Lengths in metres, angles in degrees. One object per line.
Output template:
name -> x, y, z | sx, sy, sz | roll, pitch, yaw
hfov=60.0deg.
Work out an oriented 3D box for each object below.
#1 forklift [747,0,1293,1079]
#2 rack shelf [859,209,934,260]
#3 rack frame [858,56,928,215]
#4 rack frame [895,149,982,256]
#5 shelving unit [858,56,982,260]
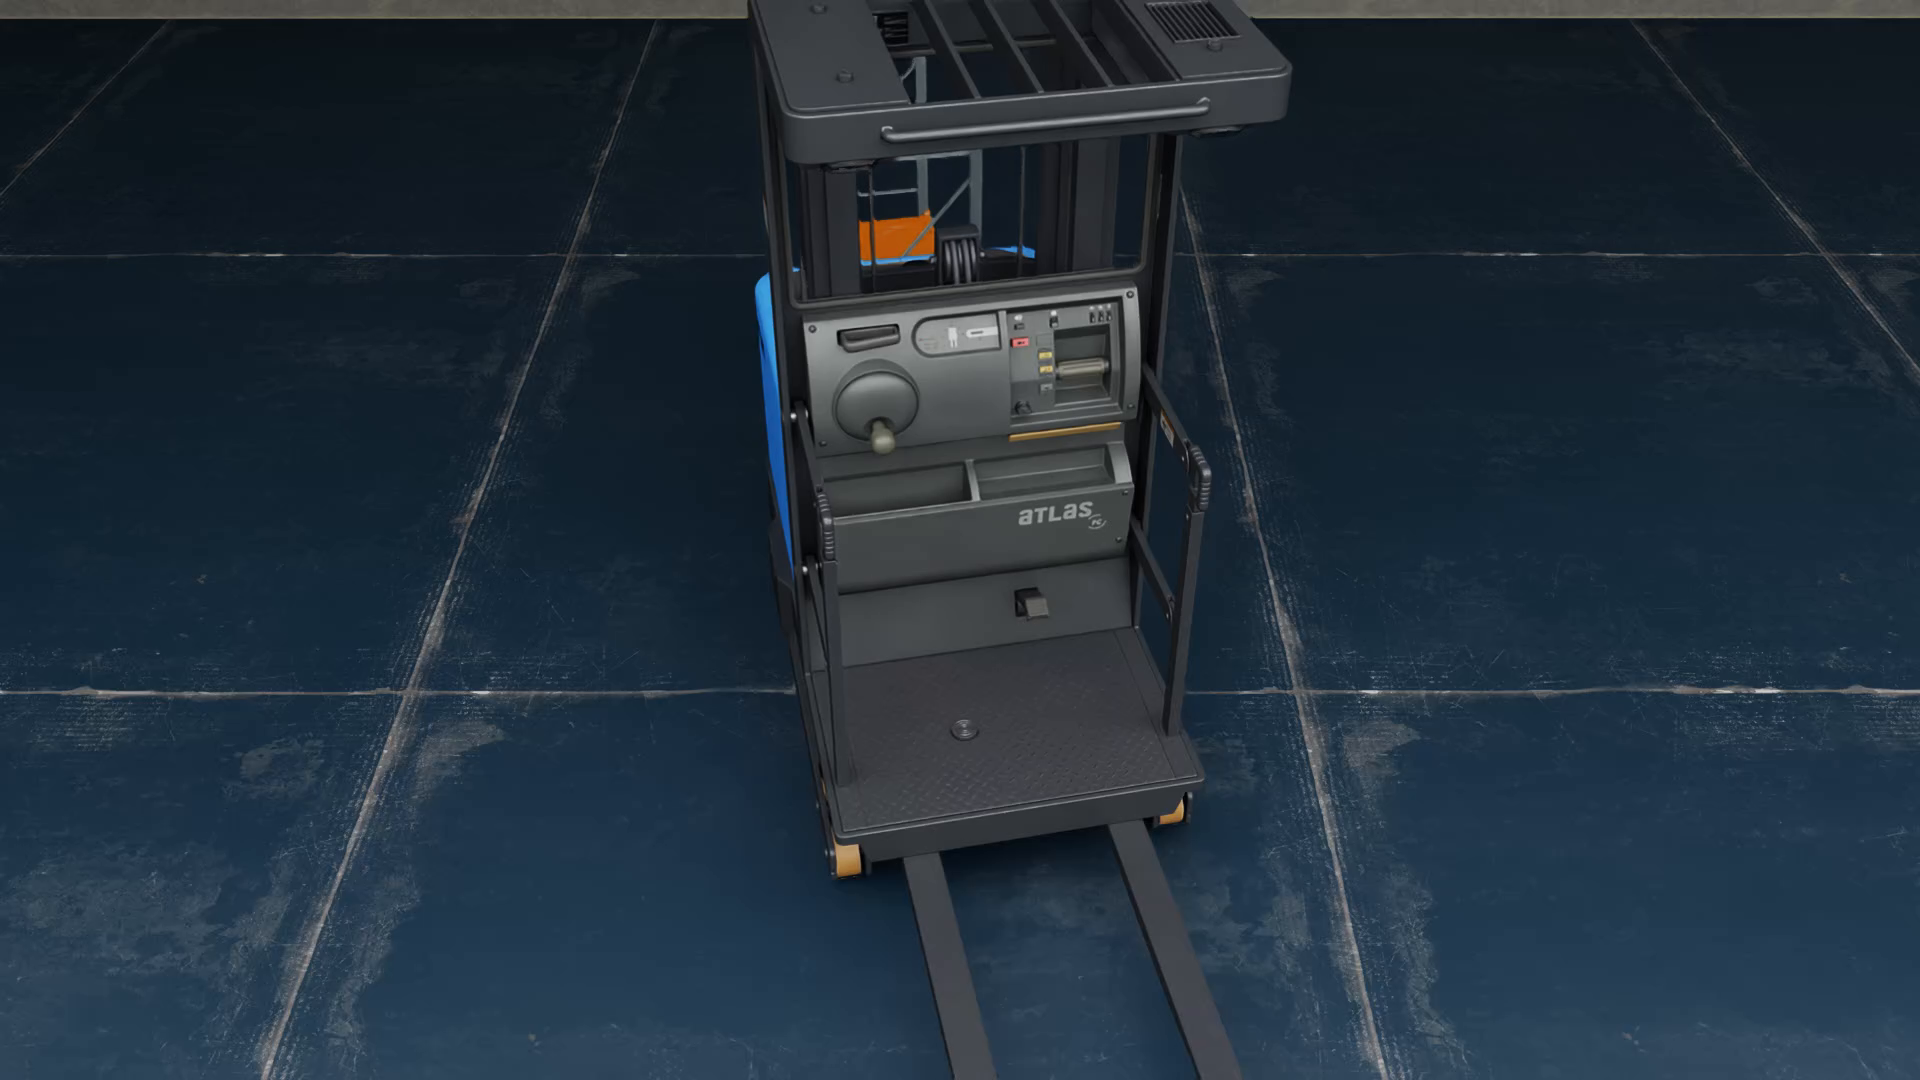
forklift -> 0.088, -0.393, 4.397 | 1.130, 2.935, 3.031 | -7, 39, -9
rack shelf -> -0.277, -0.967, 6.545 | 0.538, 0.185, 1.000 | -7, 39, -9
rack frame -> -0.381, -1.418, 6.820 | 0.500, 1.500, 0.032 | -7, 39, -9
rack frame -> -0.172, -0.796, 6.044 | 0.500, 1.500, 0.032 | -7, 39, -9
shelving unit -> -0.275, -1.101, 6.425 | 0.587, 1.500, 1.083 | -7, 39, -9
